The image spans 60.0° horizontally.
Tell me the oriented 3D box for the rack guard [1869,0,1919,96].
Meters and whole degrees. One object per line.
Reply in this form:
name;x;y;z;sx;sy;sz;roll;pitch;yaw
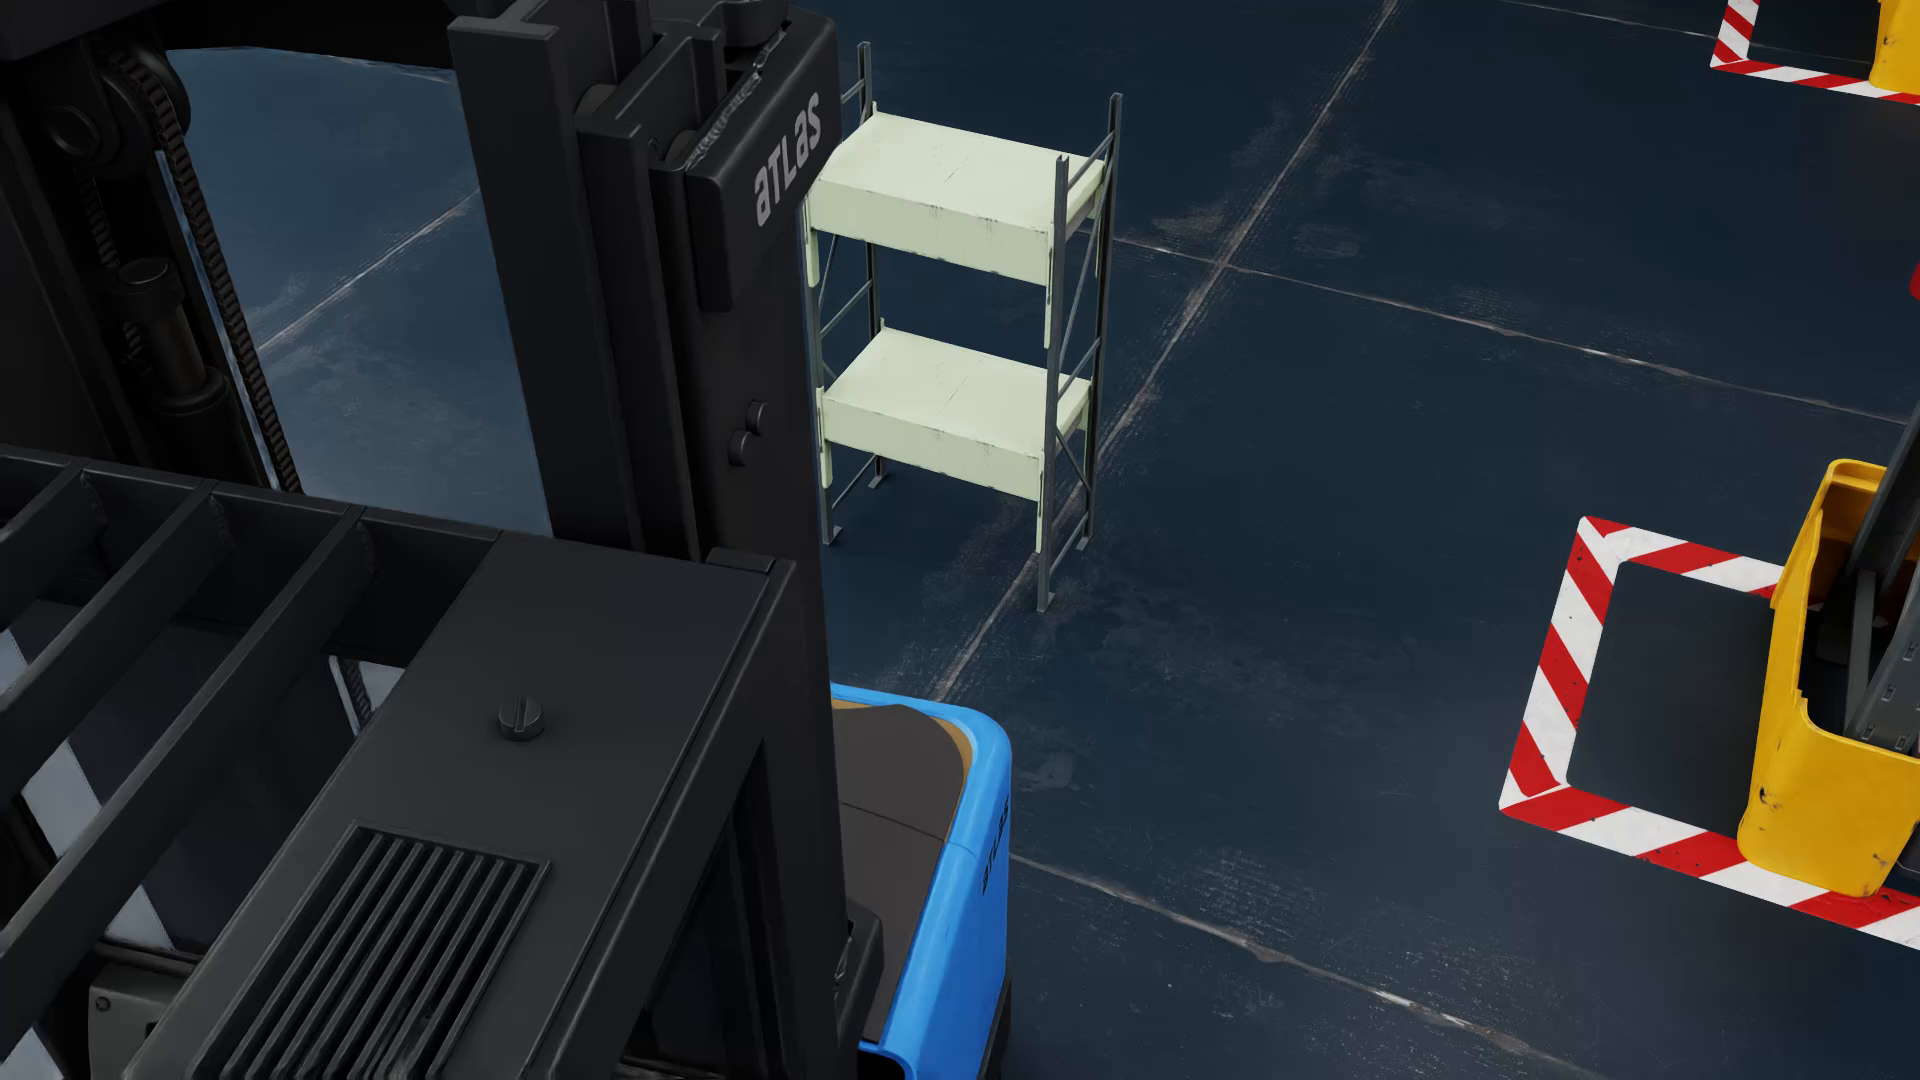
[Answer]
rack guard;4.587;-2.576;7.841;0.348;0.500;1.175;17;44;19

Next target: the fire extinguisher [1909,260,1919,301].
fire extinguisher;2.516;-0.880;4.034;0.183;0.674;0.296;17;44;19

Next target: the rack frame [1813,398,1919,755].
rack frame;2.427;-0.601;3.653;0.127;3.000;1.000;17;44;19

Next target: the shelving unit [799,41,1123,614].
shelving unit;-0.006;-0.569;4.761;0.755;1.500;0.431;17;44;19

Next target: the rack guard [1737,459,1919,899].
rack guard;2.405;0.337;4.479;0.348;0.500;1.175;17;44;19

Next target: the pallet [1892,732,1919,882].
pallet;3.138;0.640;4.350;1.213;0.211;1.003;17;44;19

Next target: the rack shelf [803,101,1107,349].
rack shelf;-0.006;-0.863;4.505;0.720;0.370;0.431;17;44;19

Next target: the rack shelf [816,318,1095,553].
rack shelf;-0.006;-0.322;4.974;0.720;0.370;0.431;17;44;19

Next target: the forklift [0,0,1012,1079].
forklift;-0.739;0.902;1.972;1.130;2.935;3.031;9;42;11

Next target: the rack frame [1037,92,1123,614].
rack frame;0.326;-0.467;4.644;0.023;1.500;0.400;17;44;19

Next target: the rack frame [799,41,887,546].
rack frame;-0.338;-0.670;4.878;0.023;1.500;0.400;17;44;19
